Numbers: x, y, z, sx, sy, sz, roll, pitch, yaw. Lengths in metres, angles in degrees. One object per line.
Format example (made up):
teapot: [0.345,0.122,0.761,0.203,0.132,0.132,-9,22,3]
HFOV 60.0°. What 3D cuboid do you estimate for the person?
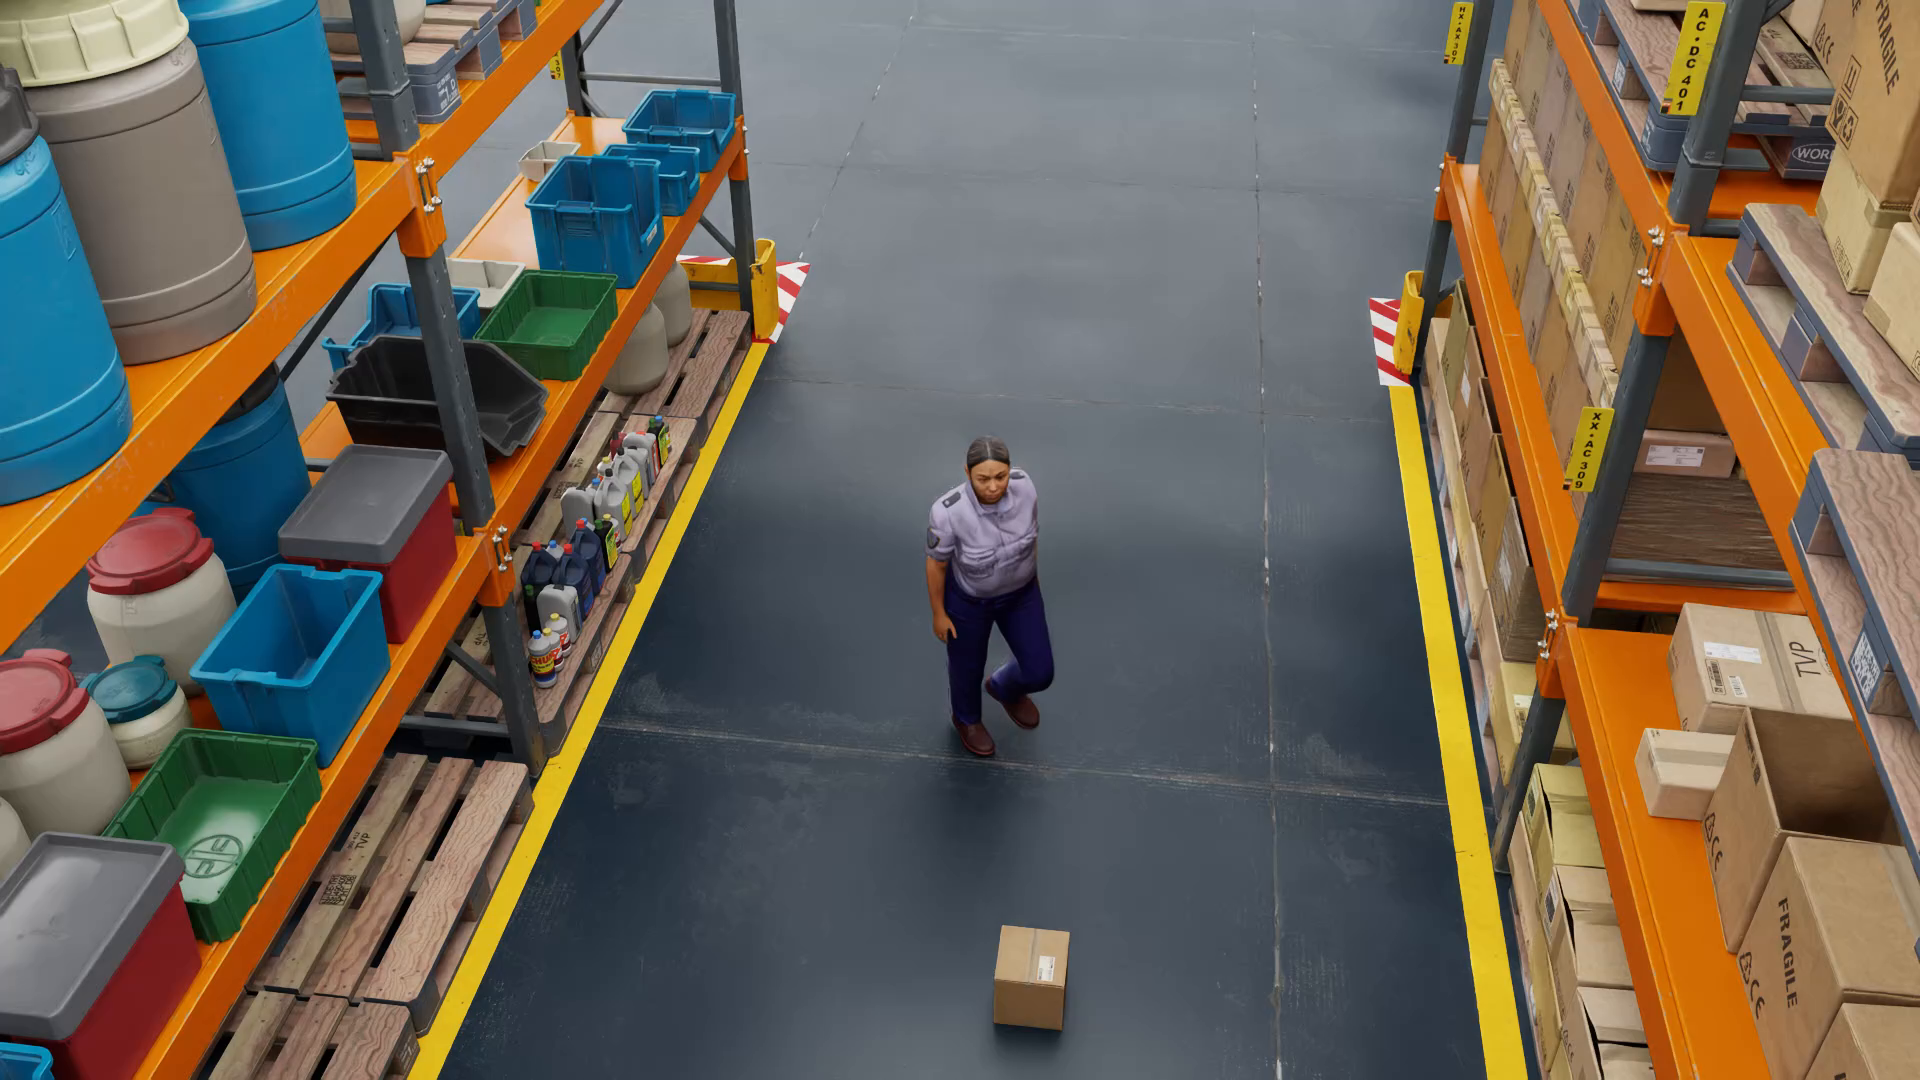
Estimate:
person: [0.112,0.236,6.716,0.533,1.639,0.461,-14,39,-18]
